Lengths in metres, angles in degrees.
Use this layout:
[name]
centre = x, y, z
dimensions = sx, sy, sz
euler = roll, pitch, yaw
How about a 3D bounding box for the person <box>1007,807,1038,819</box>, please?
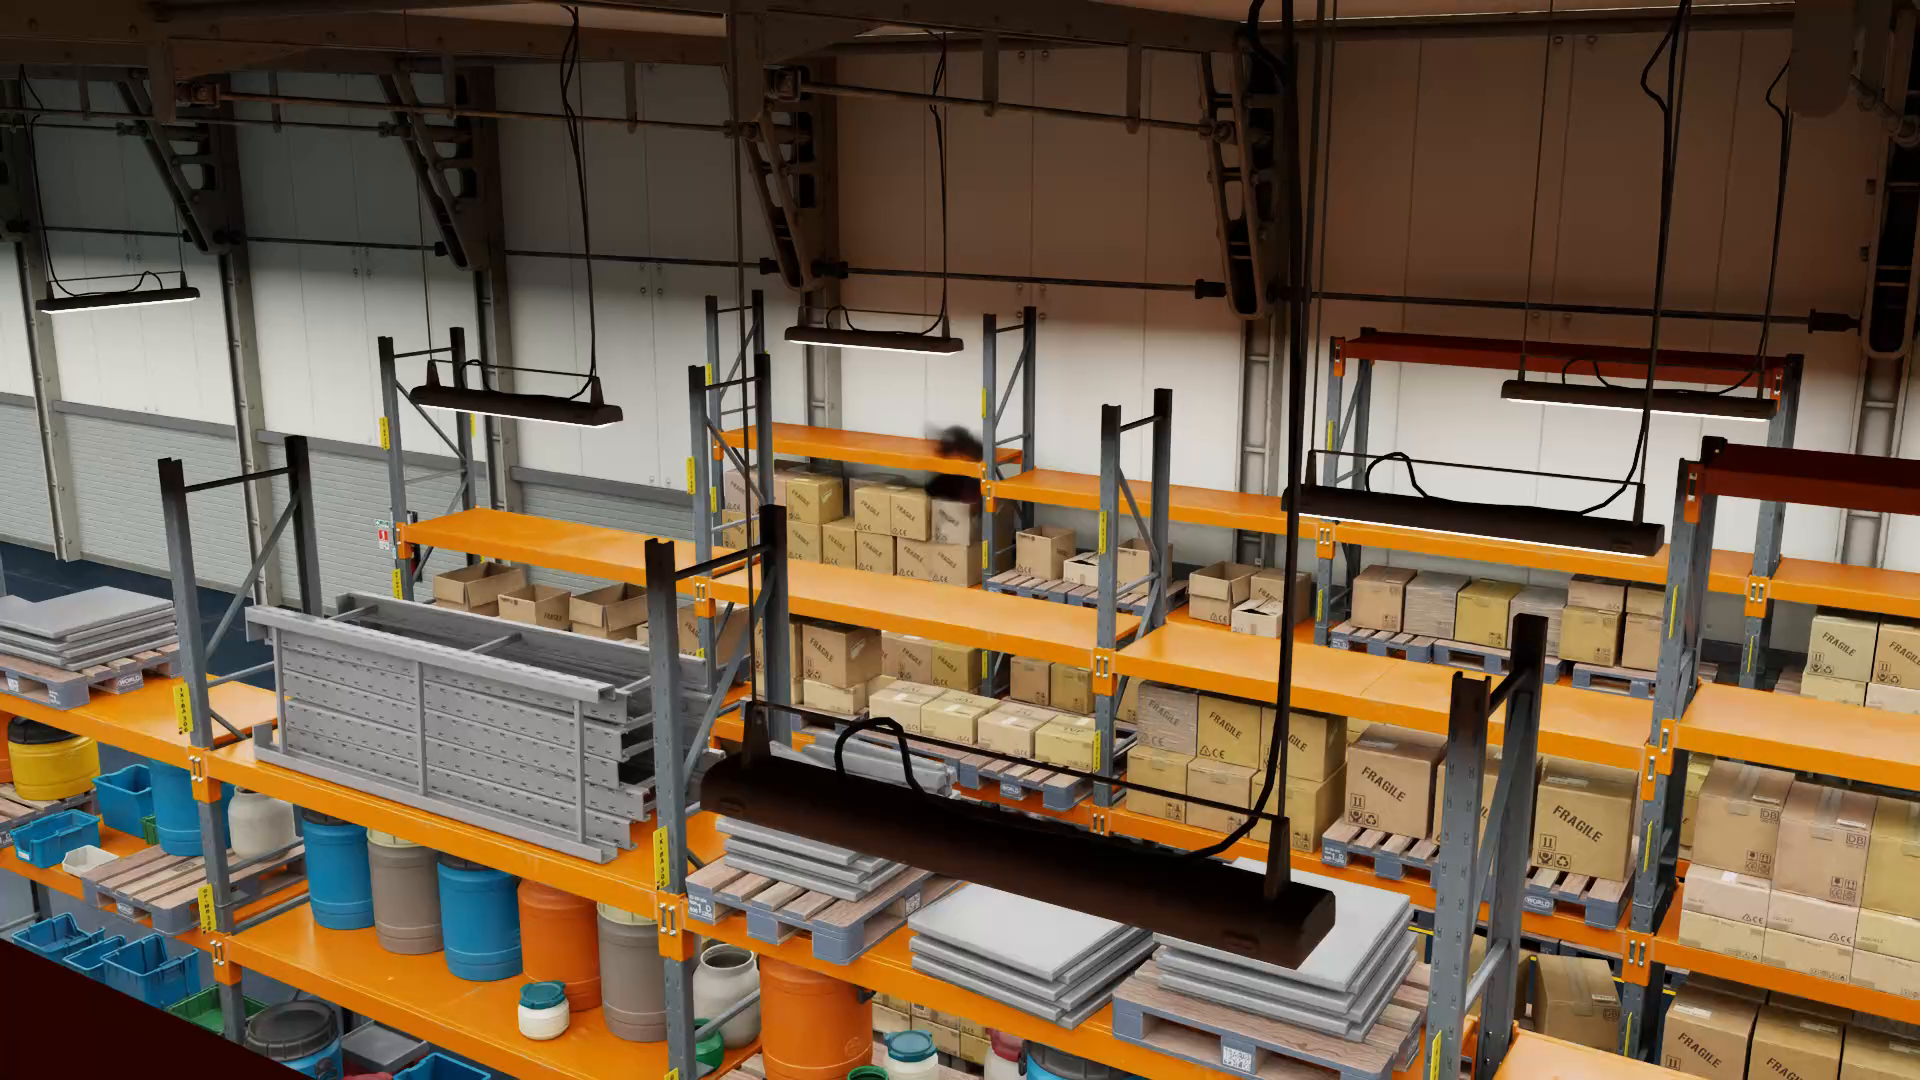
[person]
centre = 0.596, 3.061, 16.394
dimensions = 0.645, 1.689, 0.601
euler = 6, 15, 24
